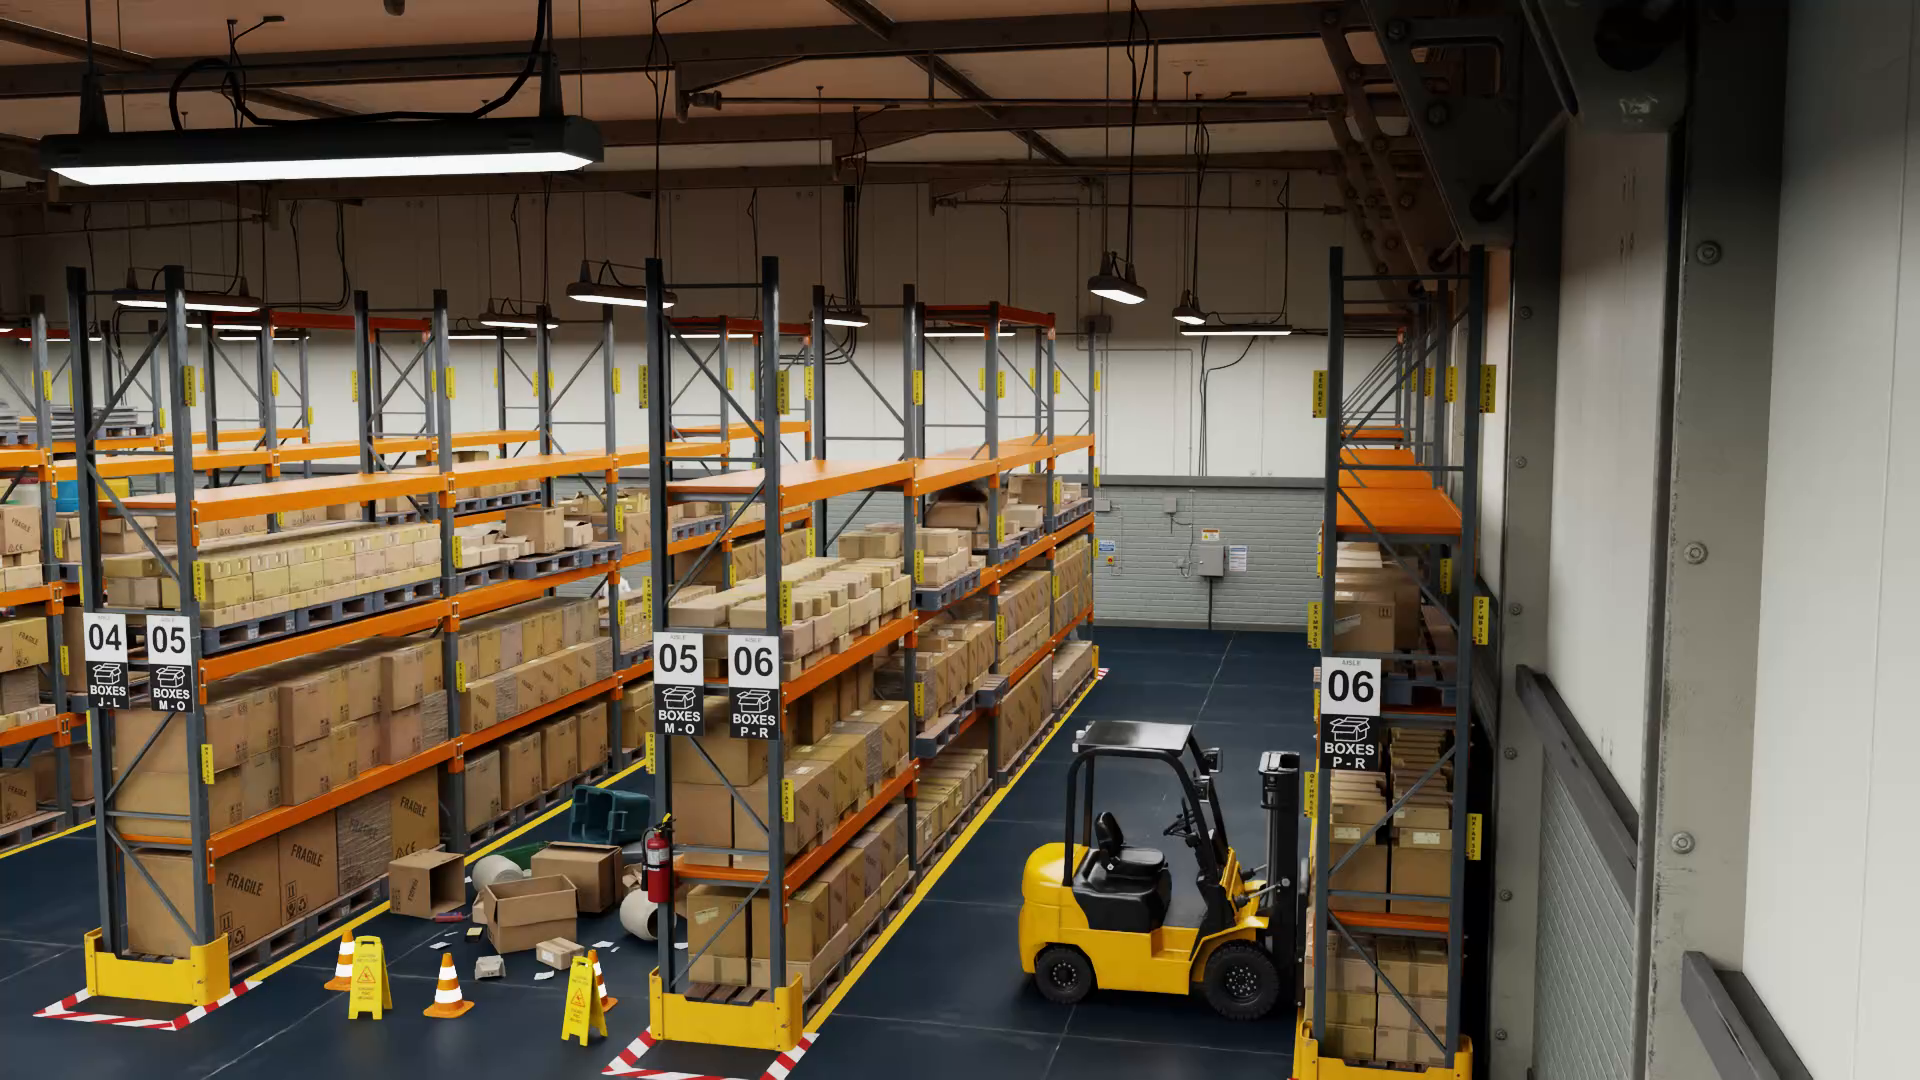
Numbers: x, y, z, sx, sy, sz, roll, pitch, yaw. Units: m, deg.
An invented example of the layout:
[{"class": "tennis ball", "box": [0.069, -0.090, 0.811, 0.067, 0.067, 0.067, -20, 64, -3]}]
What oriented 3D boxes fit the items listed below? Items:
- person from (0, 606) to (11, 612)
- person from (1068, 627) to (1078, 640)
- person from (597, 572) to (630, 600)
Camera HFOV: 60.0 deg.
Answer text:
[{"class": "person", "box": [-15.353, 1.572, 26.674, 0.461, 1.783, 0.622, -1, 6, -6]}, {"class": "person", "box": [1.838, 1.267, 30.299, 0.754, 1.643, 0.548, -5, 7, -39]}, {"class": "person", "box": [-6.266, 1.276, 30.081, 0.734, 1.725, 1.080, 1, 6, 9]}]
